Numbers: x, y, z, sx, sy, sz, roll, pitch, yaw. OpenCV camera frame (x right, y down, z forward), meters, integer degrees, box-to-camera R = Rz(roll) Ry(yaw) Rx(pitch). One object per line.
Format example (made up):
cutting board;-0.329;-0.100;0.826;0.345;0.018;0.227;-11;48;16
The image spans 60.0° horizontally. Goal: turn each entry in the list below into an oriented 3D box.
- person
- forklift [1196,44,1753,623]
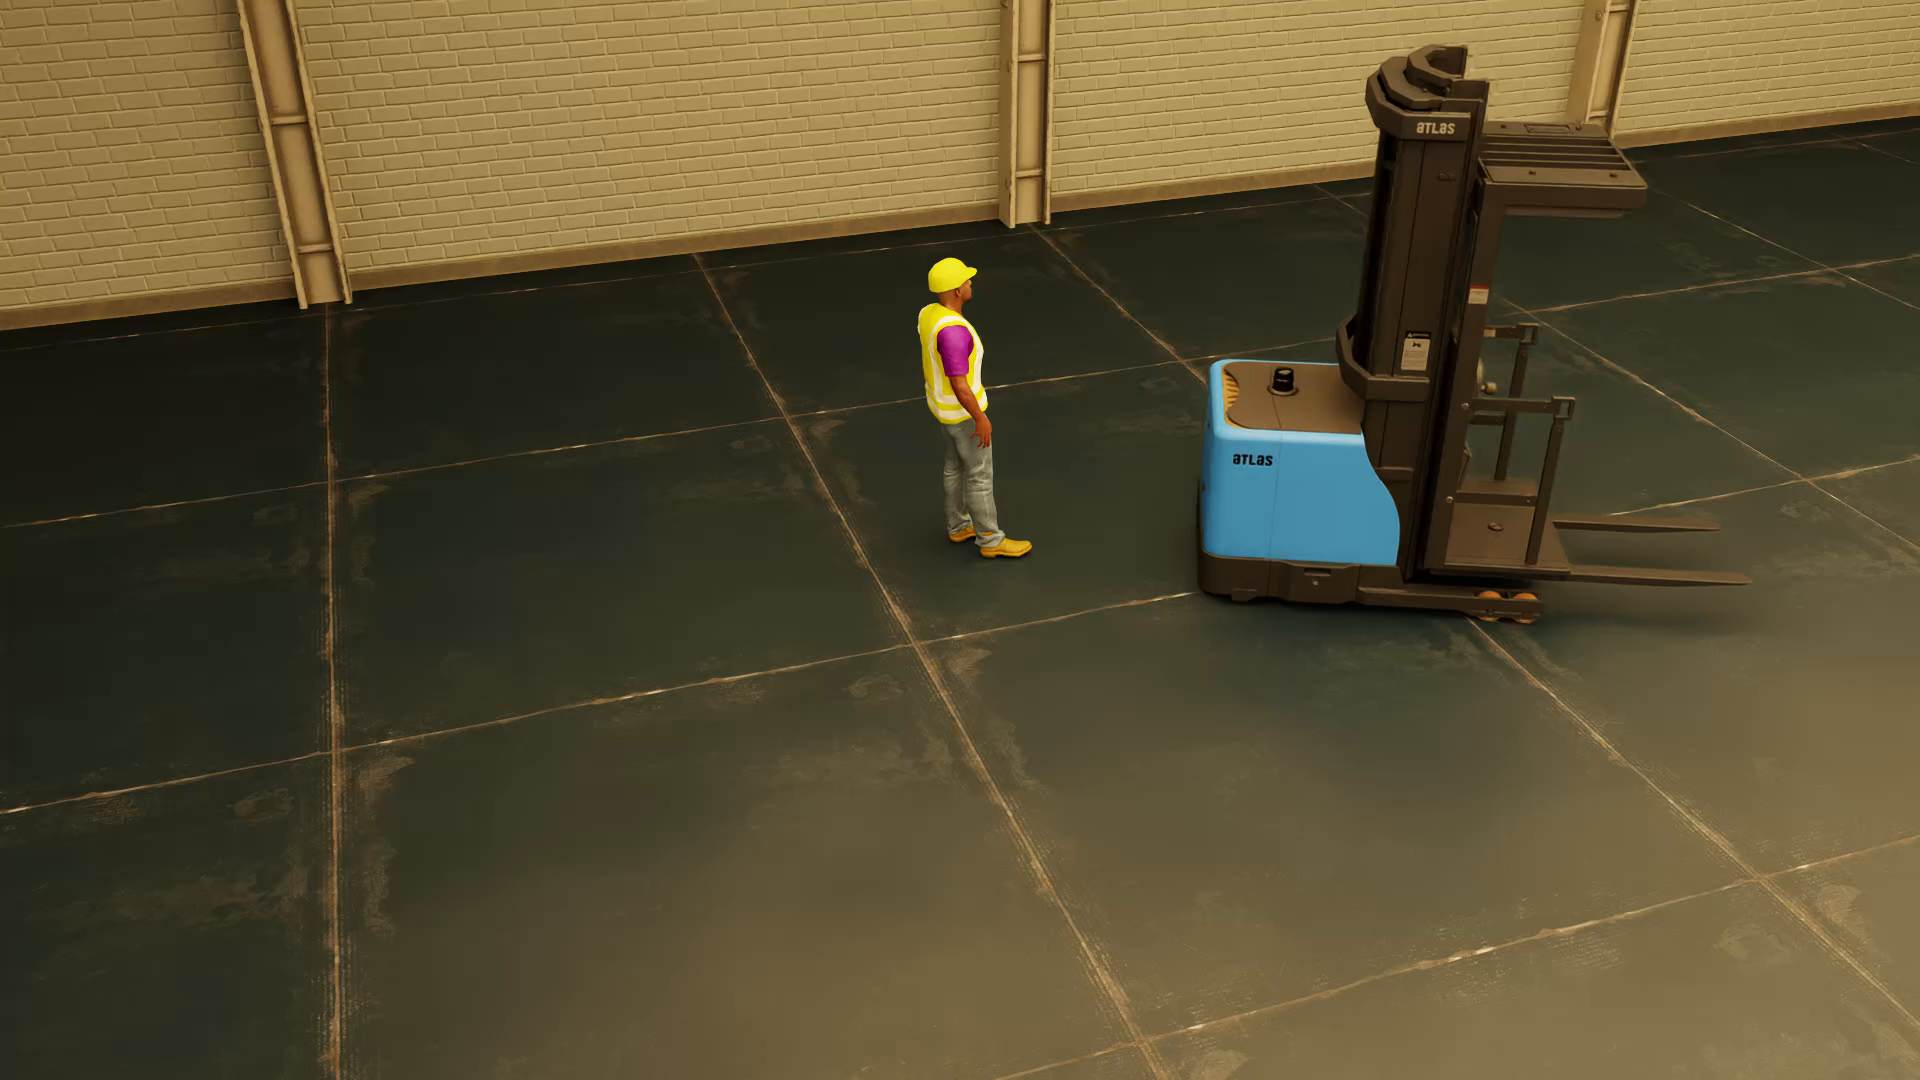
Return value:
person;0.068;-0.780;9.596;0.577;1.765;0.665;-10;31;-16
forklift;2.906;-1.089;8.979;3.031;2.935;1.130;3;30;5
